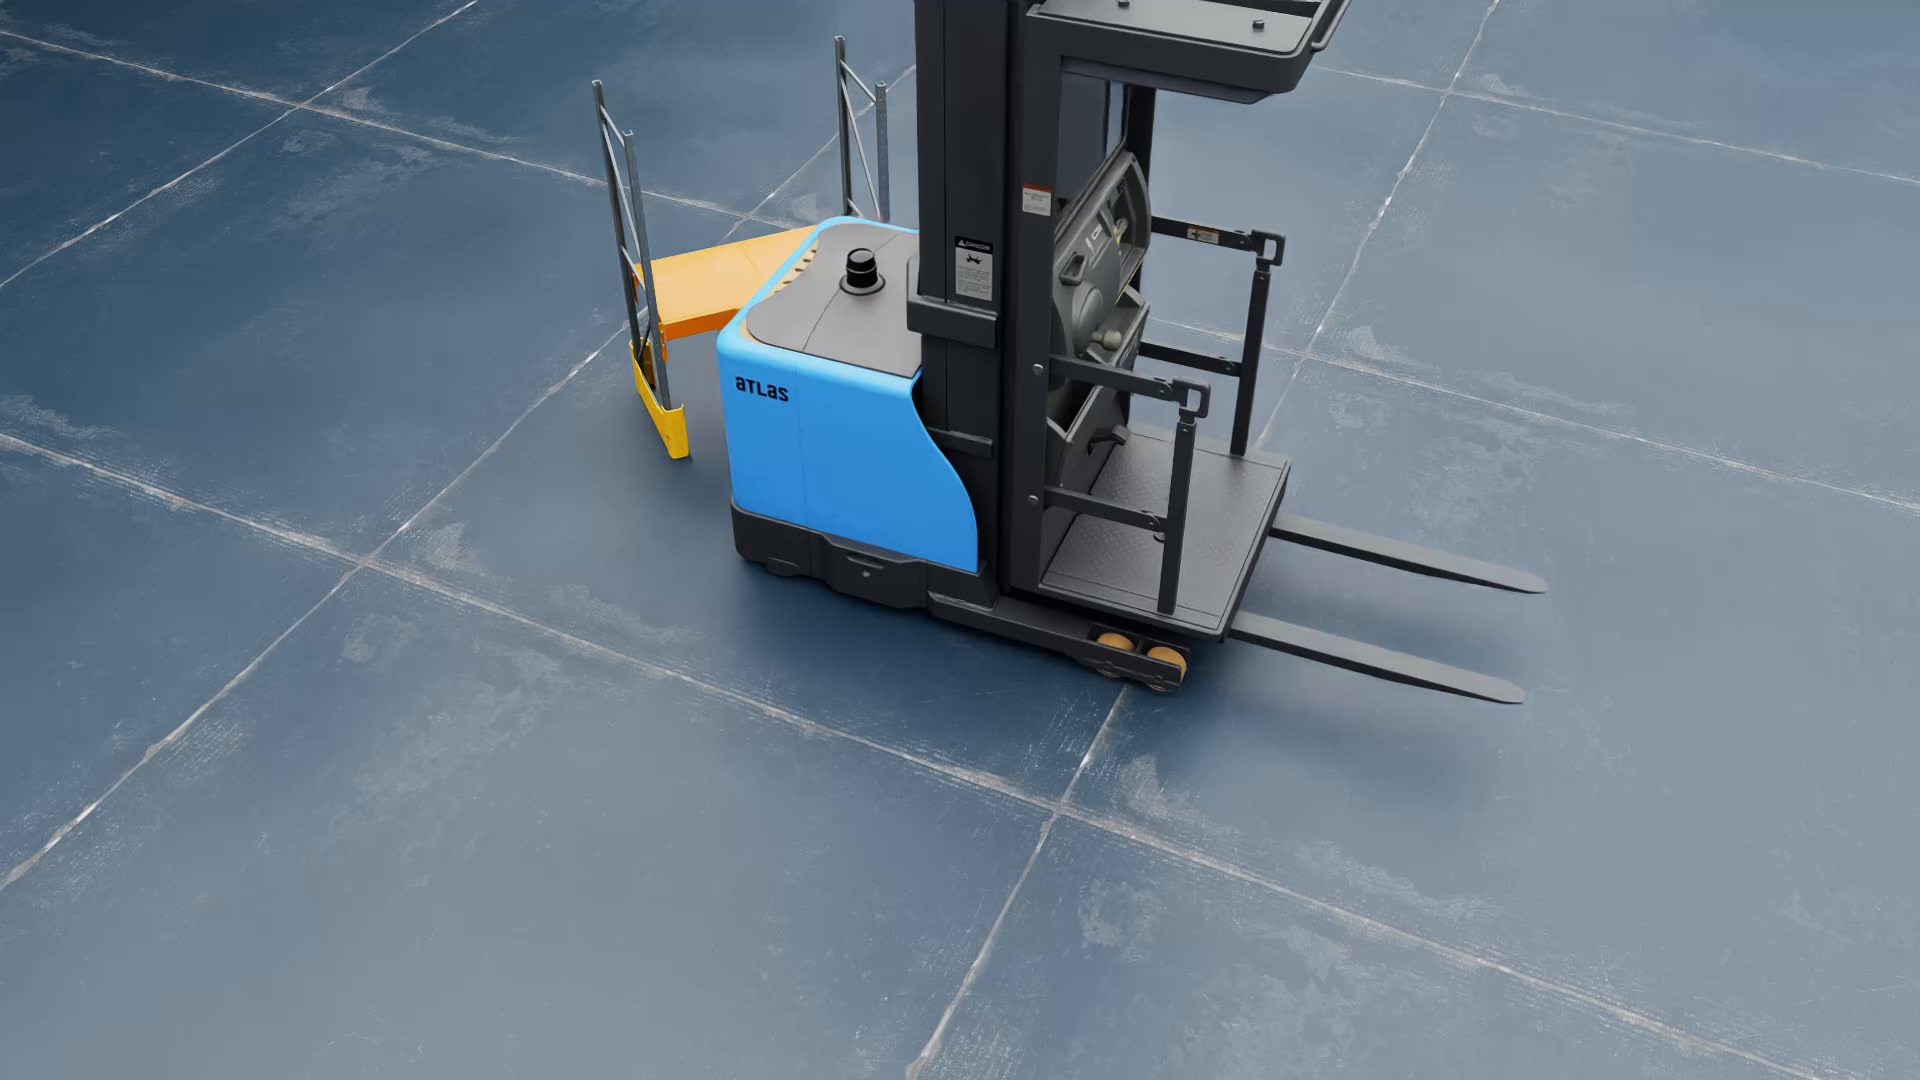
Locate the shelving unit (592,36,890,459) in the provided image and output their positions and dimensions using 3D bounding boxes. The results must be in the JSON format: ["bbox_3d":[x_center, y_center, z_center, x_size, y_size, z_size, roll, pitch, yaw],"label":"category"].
[{"bbox_3d":[-0.861,-1.230,7.024,1.083,1.500,0.587,-16,43,-18],"label":"shelving unit"}]

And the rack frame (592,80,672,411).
[{"bbox_3d":[-1.335,-1.093,6.866,0.032,1.500,0.500,-16,43,-18],"label":"rack frame"}]

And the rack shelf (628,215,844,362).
[{"bbox_3d":[-0.869,-1.091,7.139,1.000,0.185,0.538,-16,43,-18],"label":"rack shelf"}]

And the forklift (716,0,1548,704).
[{"bbox_3d":[0.672,-0.948,5.606,3.031,2.935,1.130,15,43,16],"label":"forklift"}]

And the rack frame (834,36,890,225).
[{"bbox_3d":[-0.404,-1.361,7.176,0.032,1.500,0.500,-16,43,-18],"label":"rack frame"}]

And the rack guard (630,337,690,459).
[{"bbox_3d":[-1.317,-0.626,7.282,0.087,0.250,0.587,-16,43,-18],"label":"rack guard"}]
